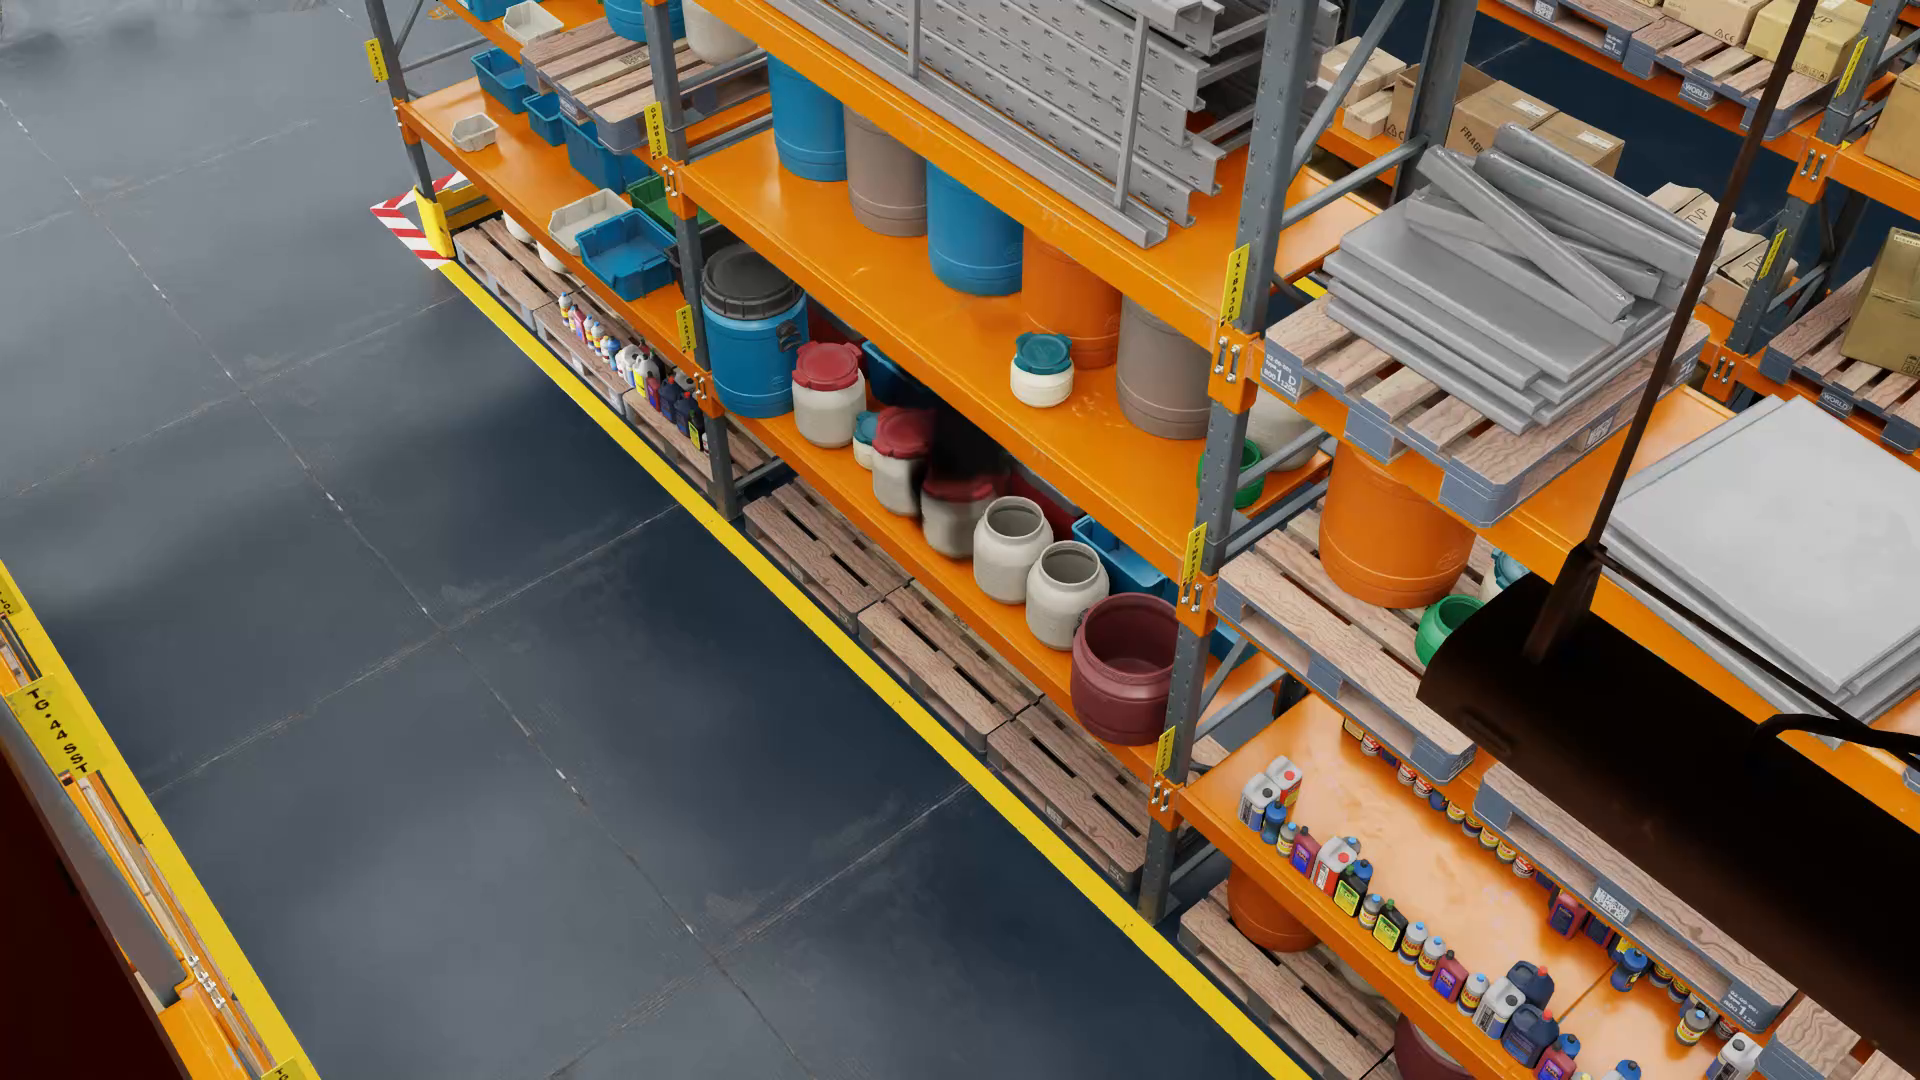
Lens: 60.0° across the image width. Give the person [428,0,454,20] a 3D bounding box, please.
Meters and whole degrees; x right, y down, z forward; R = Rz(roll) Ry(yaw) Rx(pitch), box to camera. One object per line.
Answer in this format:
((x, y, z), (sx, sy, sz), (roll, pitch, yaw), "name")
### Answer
((-4.574, -5.533, 15.153), (0.878, 1.589, 0.565), (-17, 49, -15), "person")
